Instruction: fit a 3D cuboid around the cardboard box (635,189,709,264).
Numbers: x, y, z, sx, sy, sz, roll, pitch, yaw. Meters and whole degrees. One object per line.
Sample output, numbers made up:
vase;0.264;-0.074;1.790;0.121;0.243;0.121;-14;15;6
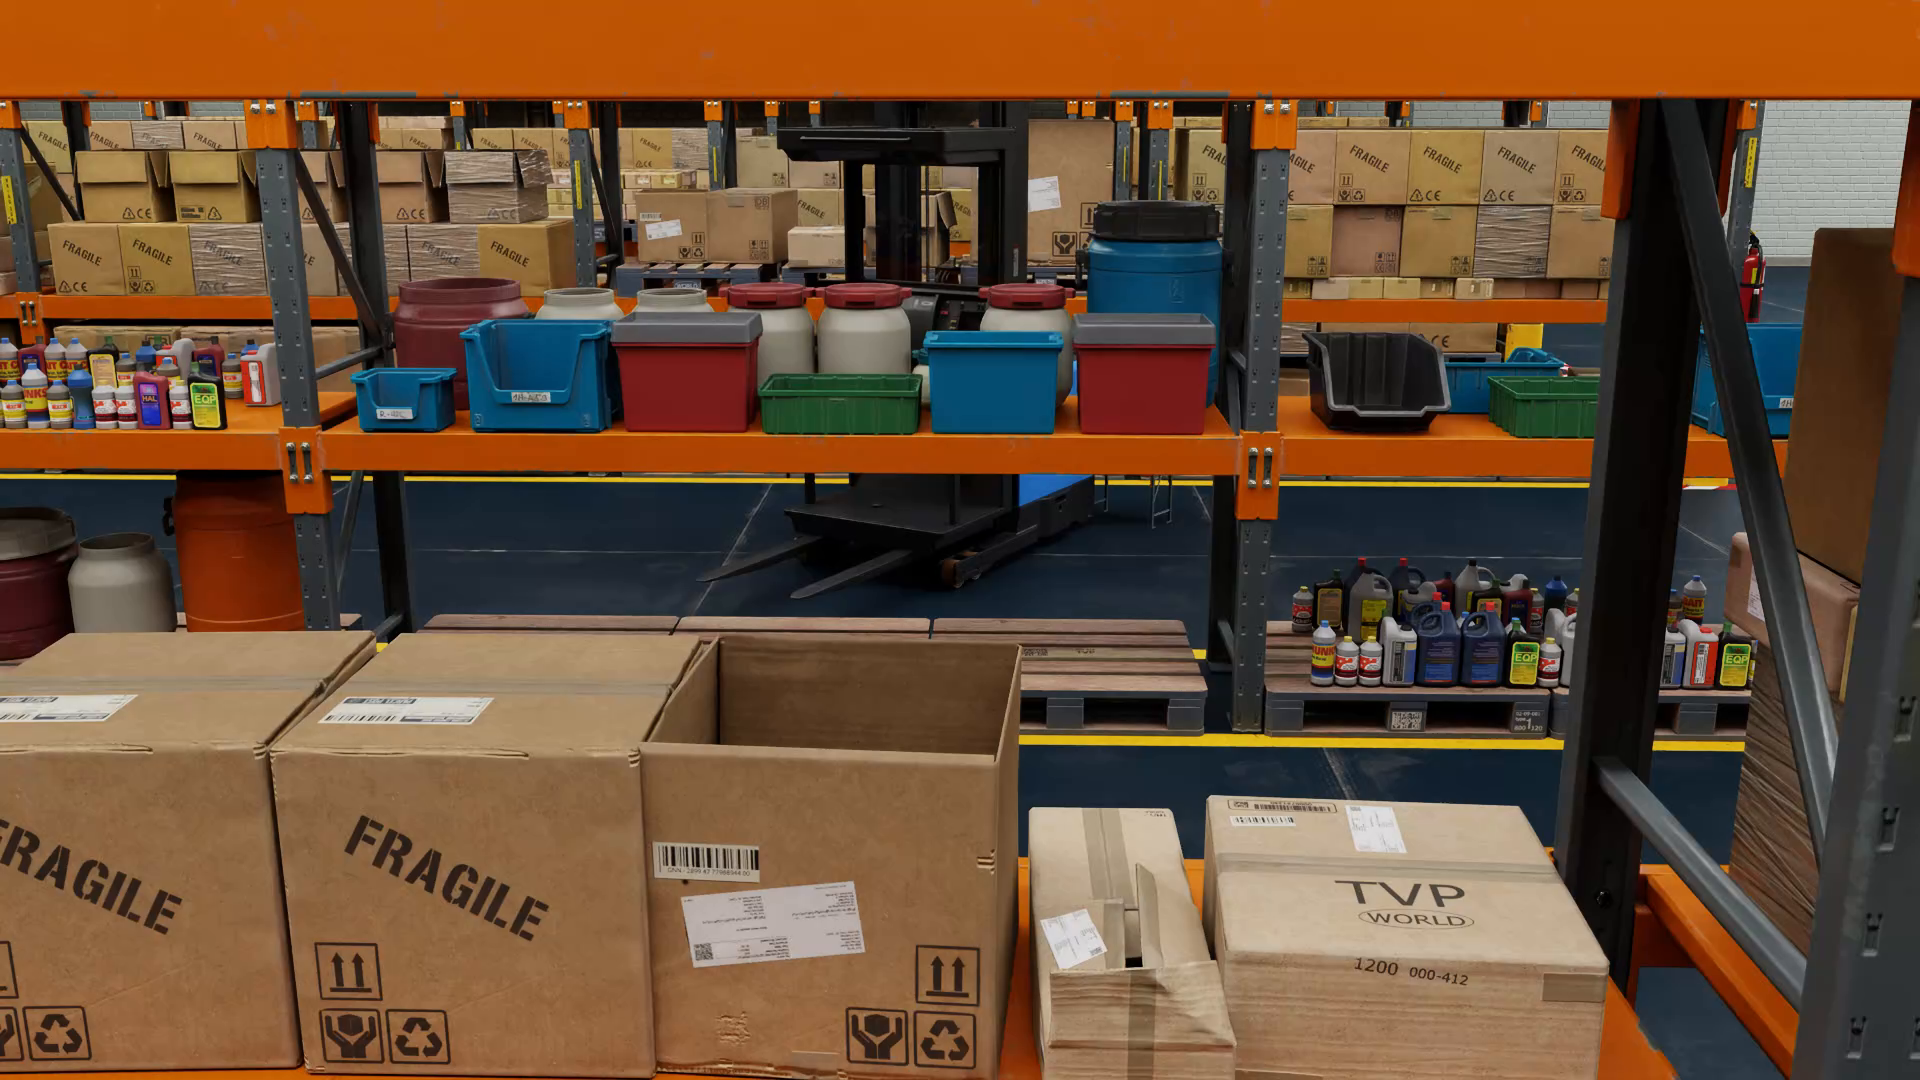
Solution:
cardboard box;-2.080;-2.289;12.116;0.500;0.500;0.500;-1;15;-5

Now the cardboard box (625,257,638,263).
cardboard box;-3.948;-3.766;22.077;0.875;0.875;0.875;1;15;2

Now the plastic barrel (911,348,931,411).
plastic barrel;-0.068;-0.723;7.470;0.301;0.262;0.301;0;15;0

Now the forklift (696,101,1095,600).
forklift;-0.319;-1.281;9.449;1.130;2.935;3.031;9;17;30

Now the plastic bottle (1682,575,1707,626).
plastic bottle;3.445;0.300;7.810;0.097;0.271;0.097;0;15;0

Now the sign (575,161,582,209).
sign;-2.632;-2.449;11.473;0.005;0.325;0.100;0;15;1

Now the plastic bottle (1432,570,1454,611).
plastic bottle;2.258;0.281;7.856;0.133;0.283;0.061;1;15;5

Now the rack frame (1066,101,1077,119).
rack frame;1.754;-5.798;26.436;0.127;3.000;1.000;0;15;1

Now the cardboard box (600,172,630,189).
cardboard box;-3.408;-3.554;16.435;0.250;0.149;0.380;1;15;3

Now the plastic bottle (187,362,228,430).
plastic bottle;-3.163;-0.605;6.982;0.133;0.283;0.061;0;15;1

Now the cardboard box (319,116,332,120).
cardboard box;-8.205;-5.373;21.396;0.250;0.149;0.380;0;15;1

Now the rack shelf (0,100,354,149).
rack shelf;-4.747;-1.883;7.128;4.000;0.370;1.077;0;15;1

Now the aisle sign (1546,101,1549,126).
aisle sign;5.667;-4.423;16.128;0.004;0.787;0.394;0;15;1

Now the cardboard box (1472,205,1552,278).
cardboard box;3.825;-2.168;11.900;0.500;0.500;0.875;0;15;1

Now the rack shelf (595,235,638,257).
rack shelf;-4.393;-2.960;17.090;4.000;0.370;1.077;0;15;1

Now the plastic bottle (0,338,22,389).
plastic bottle;-4.442;-0.806;7.767;0.097;0.271;0.097;0;15;0

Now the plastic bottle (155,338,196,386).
plastic bottle;-3.635;-0.796;7.720;0.135;0.276;0.152;0;15;1

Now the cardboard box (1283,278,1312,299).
cardboard box;2.335;-1.806;11.799;0.250;0.149;0.380;0;15;1

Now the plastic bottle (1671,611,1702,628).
plastic bottle;3.153;0.449;7.220;0.133;0.283;0.061;0;15;1

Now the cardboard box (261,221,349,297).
cardboard box;-4.647;-2.030;11.958;0.500;0.500;0.500;1;15;2

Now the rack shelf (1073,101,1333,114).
rack shelf;3.753;-6.887;26.095;4.000;0.370;1.077;0;15;1

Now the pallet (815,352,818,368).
pallet;-1.607;-1.922;17.213;1.213;0.211;1.003;0;15;1

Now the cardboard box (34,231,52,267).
cardboard box;-7.083;-2.198;12.502;0.500;0.250;0.500;0;15;0

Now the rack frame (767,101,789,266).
rack frame;-2.368;-4.558;21.736;0.127;3.000;1.000;0;15;1

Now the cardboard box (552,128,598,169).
cardboard box;-4.924;-5.040;21.405;0.500;0.500;0.500;0;15;0

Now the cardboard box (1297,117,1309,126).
cardboard box;4.095;-5.111;21.095;0.500;0.500;0.700;0;15;1

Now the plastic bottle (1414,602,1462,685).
plastic bottle;2.047;0.438;7.132;0.185;0.351;0.144;1;15;3

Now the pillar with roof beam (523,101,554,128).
pillar with roof beam;-7.027;-7.887;22.595;0.400;9.000;9.100;0;15;1

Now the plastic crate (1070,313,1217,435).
plastic crate;0.759;-0.698;6.979;0.583;0.464;0.402;0;15;1

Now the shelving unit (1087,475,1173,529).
shelving unit;1.098;-0.713;10.690;0.503;1.200;0.258;11;18;36

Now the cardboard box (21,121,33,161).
cardboard box;-9.444;-3.951;16.694;0.500;0.500;0.500;1;15;3

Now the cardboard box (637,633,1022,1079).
cardboard box;-0.173;0.461;2.518;0.500;0.500;0.500;1;15;5

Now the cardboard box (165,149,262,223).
cardboard box;-5.295;-2.581;12.079;0.637;0.503;0.797;1;15;2

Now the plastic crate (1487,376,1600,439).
plastic crate;2.601;-0.558;6.992;0.662;0.188;0.450;0;15;1

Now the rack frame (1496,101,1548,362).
rack frame;5.604;-3.243;16.752;0.127;3.000;1.000;0;15;1

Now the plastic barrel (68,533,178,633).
plastic barrel;-3.804;0.252;7.557;0.421;0.512;0.421;0;15;0

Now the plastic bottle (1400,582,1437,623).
plastic bottle;2.115;0.332;7.677;0.135;0.276;0.152;0;15;1

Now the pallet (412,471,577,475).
pallet;-3.407;-0.707;12.605;1.213;0.211;1.003;0;15;1

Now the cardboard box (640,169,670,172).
cardboard box;-3.119;-3.718;17.054;0.250;0.149;0.380;0;15;0

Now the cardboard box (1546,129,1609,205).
cardboard box;4.320;-2.597;11.563;0.500;0.500;0.500;0;15;1

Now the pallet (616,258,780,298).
pallet;-1.906;-1.961;12.267;1.003;0.211;1.213;0;15;1

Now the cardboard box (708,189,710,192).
cardboard box;-3.391;-4.422;21.514;0.500;0.250;0.500;1;15;2

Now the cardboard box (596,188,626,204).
cardboard box;-3.429;-3.410;16.471;0.250;0.149;0.380;1;15;3

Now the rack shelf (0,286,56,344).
rack shelf;-8.619;-1.722;12.397;4.000;0.370;1.077;0;15;1

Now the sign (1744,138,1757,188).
sign;5.342;-2.550;11.236;0.005;0.325;0.100;0;15;1

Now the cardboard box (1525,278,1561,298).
cardboard box;4.086;-1.814;11.830;0.250;0.149;0.380;0;15;1

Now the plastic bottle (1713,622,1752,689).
plastic bottle;3.285;0.489;7.070;0.133;0.283;0.061;1;15;3

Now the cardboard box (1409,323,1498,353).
cardboard box;4.924;-2.406;16.922;0.875;0.875;0.875;0;15;2

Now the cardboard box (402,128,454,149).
cardboard box;-6.846;-5.049;21.440;0.500;0.500;0.500;0;15;1
